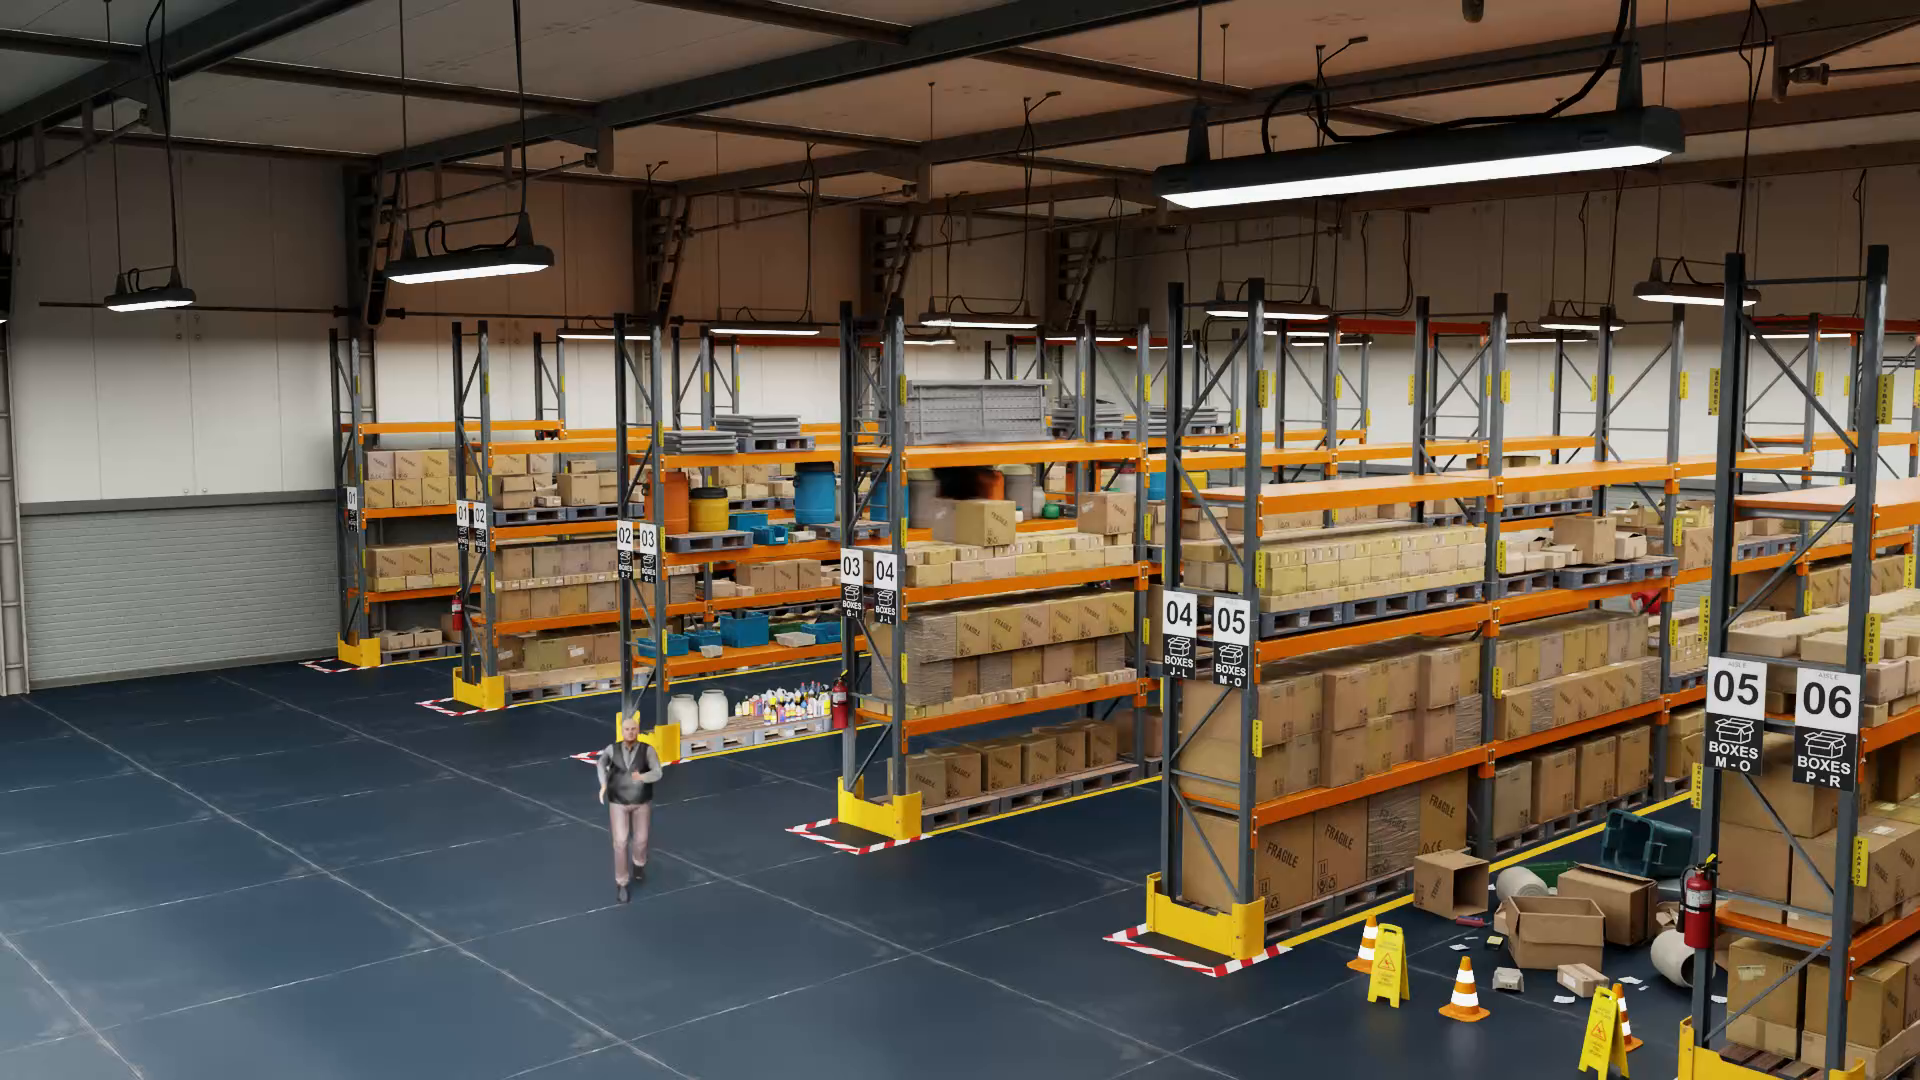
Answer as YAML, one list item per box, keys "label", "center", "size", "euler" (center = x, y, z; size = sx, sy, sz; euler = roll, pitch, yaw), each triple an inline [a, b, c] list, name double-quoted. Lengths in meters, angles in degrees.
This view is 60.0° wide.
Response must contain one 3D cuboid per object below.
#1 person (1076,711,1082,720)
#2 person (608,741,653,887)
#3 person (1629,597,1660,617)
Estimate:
- label: "person"
  center: [1.816, 2.046, 24.199]
  size: [0.434, 1.459, 0.406]
  euler: [4, 7, 38]
- label: "person"
  center: [-3.305, 2.699, 16.674]
  size: [0.447, 1.405, 0.709]
  euler: [-1, 6, -14]
- label: "person"
  center: [12.254, 1.363, 29.533]
  size: [0.718, 1.628, 0.747]
  euler: [-3, 6, -29]
